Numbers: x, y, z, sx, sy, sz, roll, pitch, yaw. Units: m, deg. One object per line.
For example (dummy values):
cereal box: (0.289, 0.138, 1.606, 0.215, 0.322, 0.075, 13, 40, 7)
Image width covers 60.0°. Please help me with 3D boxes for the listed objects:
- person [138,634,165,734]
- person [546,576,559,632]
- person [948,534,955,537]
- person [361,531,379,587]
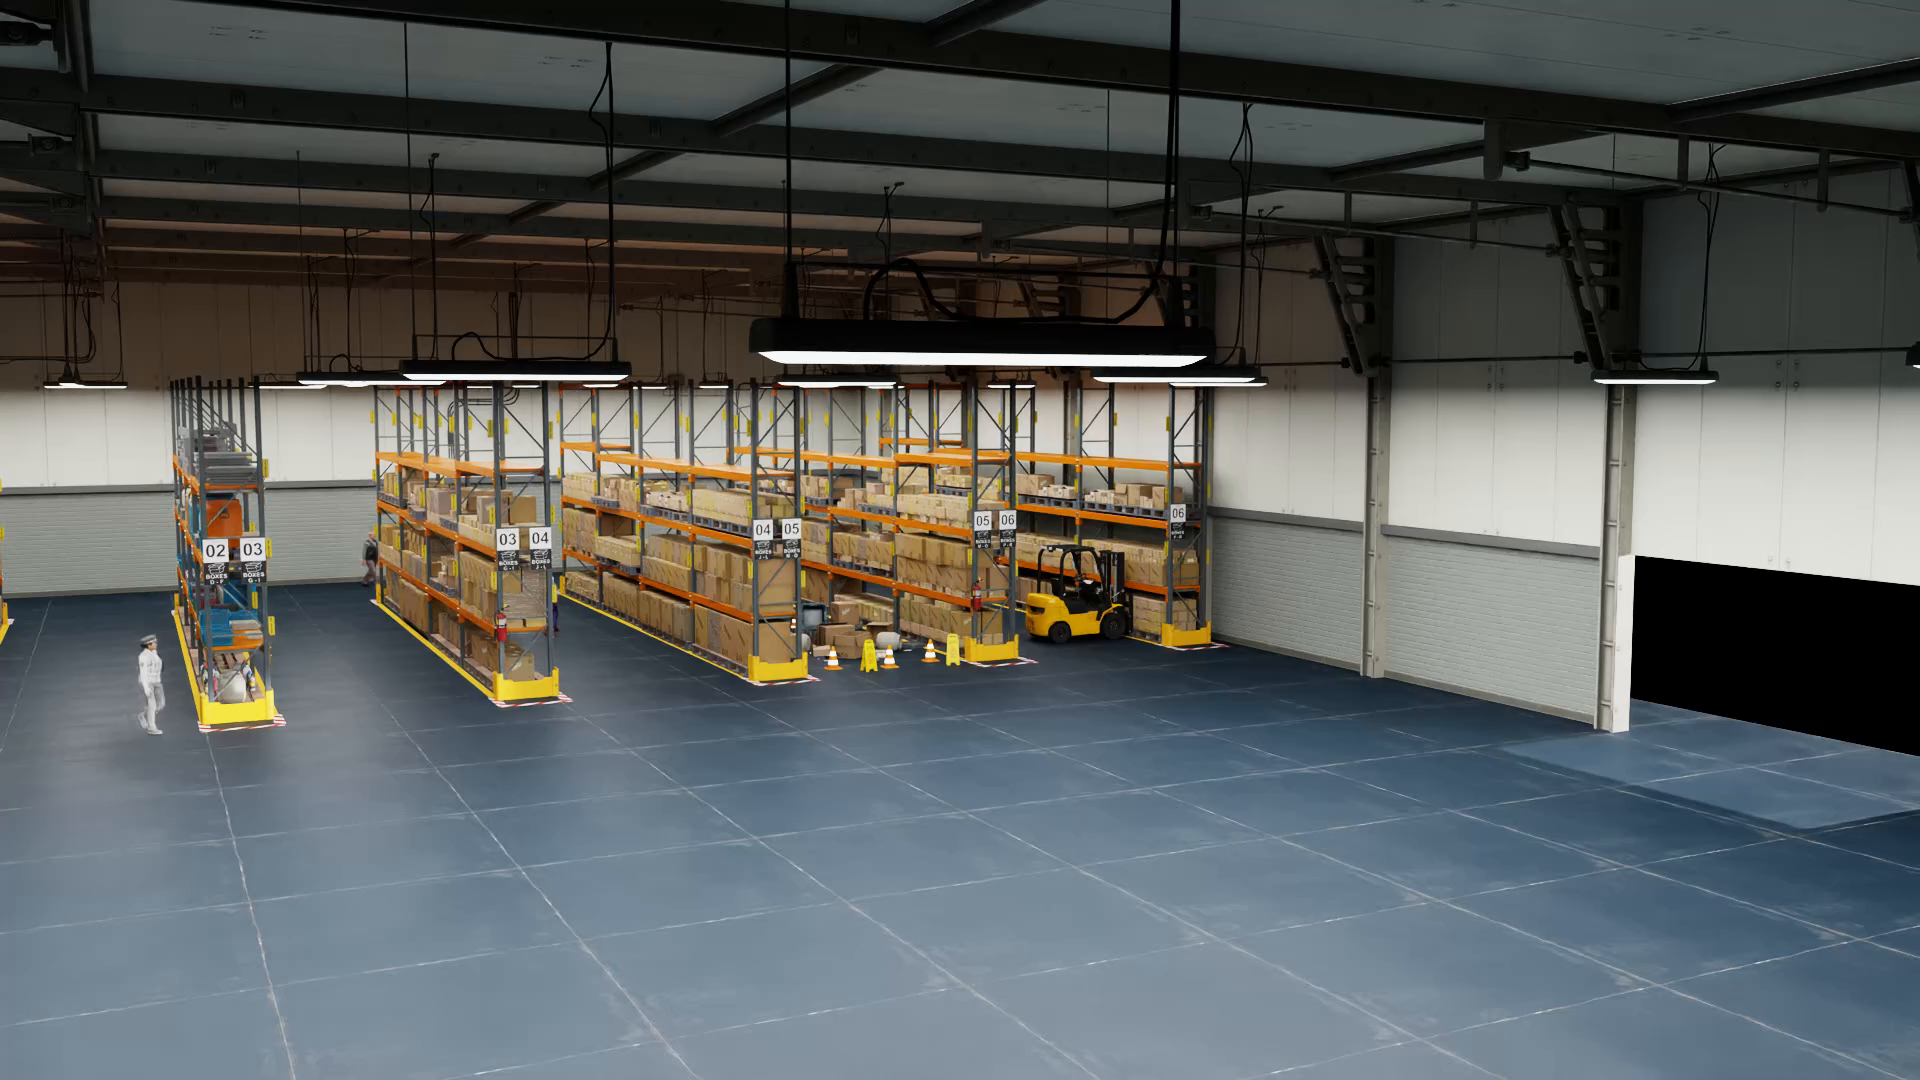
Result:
person: (-13.586, 2.402, 27.788, 0.571, 1.666, 0.471, 1, 5, 16)
person: (-9.756, 1.407, 39.287, 0.538, 1.634, 0.453, -1, 5, -13)
person: (-0.199, 0.686, 44.766, 0.630, 1.698, 0.685, -5, 7, -44)
person: (-17.011, 0.578, 48.285, 1.059, 1.665, 0.571, 3, 6, 27)
